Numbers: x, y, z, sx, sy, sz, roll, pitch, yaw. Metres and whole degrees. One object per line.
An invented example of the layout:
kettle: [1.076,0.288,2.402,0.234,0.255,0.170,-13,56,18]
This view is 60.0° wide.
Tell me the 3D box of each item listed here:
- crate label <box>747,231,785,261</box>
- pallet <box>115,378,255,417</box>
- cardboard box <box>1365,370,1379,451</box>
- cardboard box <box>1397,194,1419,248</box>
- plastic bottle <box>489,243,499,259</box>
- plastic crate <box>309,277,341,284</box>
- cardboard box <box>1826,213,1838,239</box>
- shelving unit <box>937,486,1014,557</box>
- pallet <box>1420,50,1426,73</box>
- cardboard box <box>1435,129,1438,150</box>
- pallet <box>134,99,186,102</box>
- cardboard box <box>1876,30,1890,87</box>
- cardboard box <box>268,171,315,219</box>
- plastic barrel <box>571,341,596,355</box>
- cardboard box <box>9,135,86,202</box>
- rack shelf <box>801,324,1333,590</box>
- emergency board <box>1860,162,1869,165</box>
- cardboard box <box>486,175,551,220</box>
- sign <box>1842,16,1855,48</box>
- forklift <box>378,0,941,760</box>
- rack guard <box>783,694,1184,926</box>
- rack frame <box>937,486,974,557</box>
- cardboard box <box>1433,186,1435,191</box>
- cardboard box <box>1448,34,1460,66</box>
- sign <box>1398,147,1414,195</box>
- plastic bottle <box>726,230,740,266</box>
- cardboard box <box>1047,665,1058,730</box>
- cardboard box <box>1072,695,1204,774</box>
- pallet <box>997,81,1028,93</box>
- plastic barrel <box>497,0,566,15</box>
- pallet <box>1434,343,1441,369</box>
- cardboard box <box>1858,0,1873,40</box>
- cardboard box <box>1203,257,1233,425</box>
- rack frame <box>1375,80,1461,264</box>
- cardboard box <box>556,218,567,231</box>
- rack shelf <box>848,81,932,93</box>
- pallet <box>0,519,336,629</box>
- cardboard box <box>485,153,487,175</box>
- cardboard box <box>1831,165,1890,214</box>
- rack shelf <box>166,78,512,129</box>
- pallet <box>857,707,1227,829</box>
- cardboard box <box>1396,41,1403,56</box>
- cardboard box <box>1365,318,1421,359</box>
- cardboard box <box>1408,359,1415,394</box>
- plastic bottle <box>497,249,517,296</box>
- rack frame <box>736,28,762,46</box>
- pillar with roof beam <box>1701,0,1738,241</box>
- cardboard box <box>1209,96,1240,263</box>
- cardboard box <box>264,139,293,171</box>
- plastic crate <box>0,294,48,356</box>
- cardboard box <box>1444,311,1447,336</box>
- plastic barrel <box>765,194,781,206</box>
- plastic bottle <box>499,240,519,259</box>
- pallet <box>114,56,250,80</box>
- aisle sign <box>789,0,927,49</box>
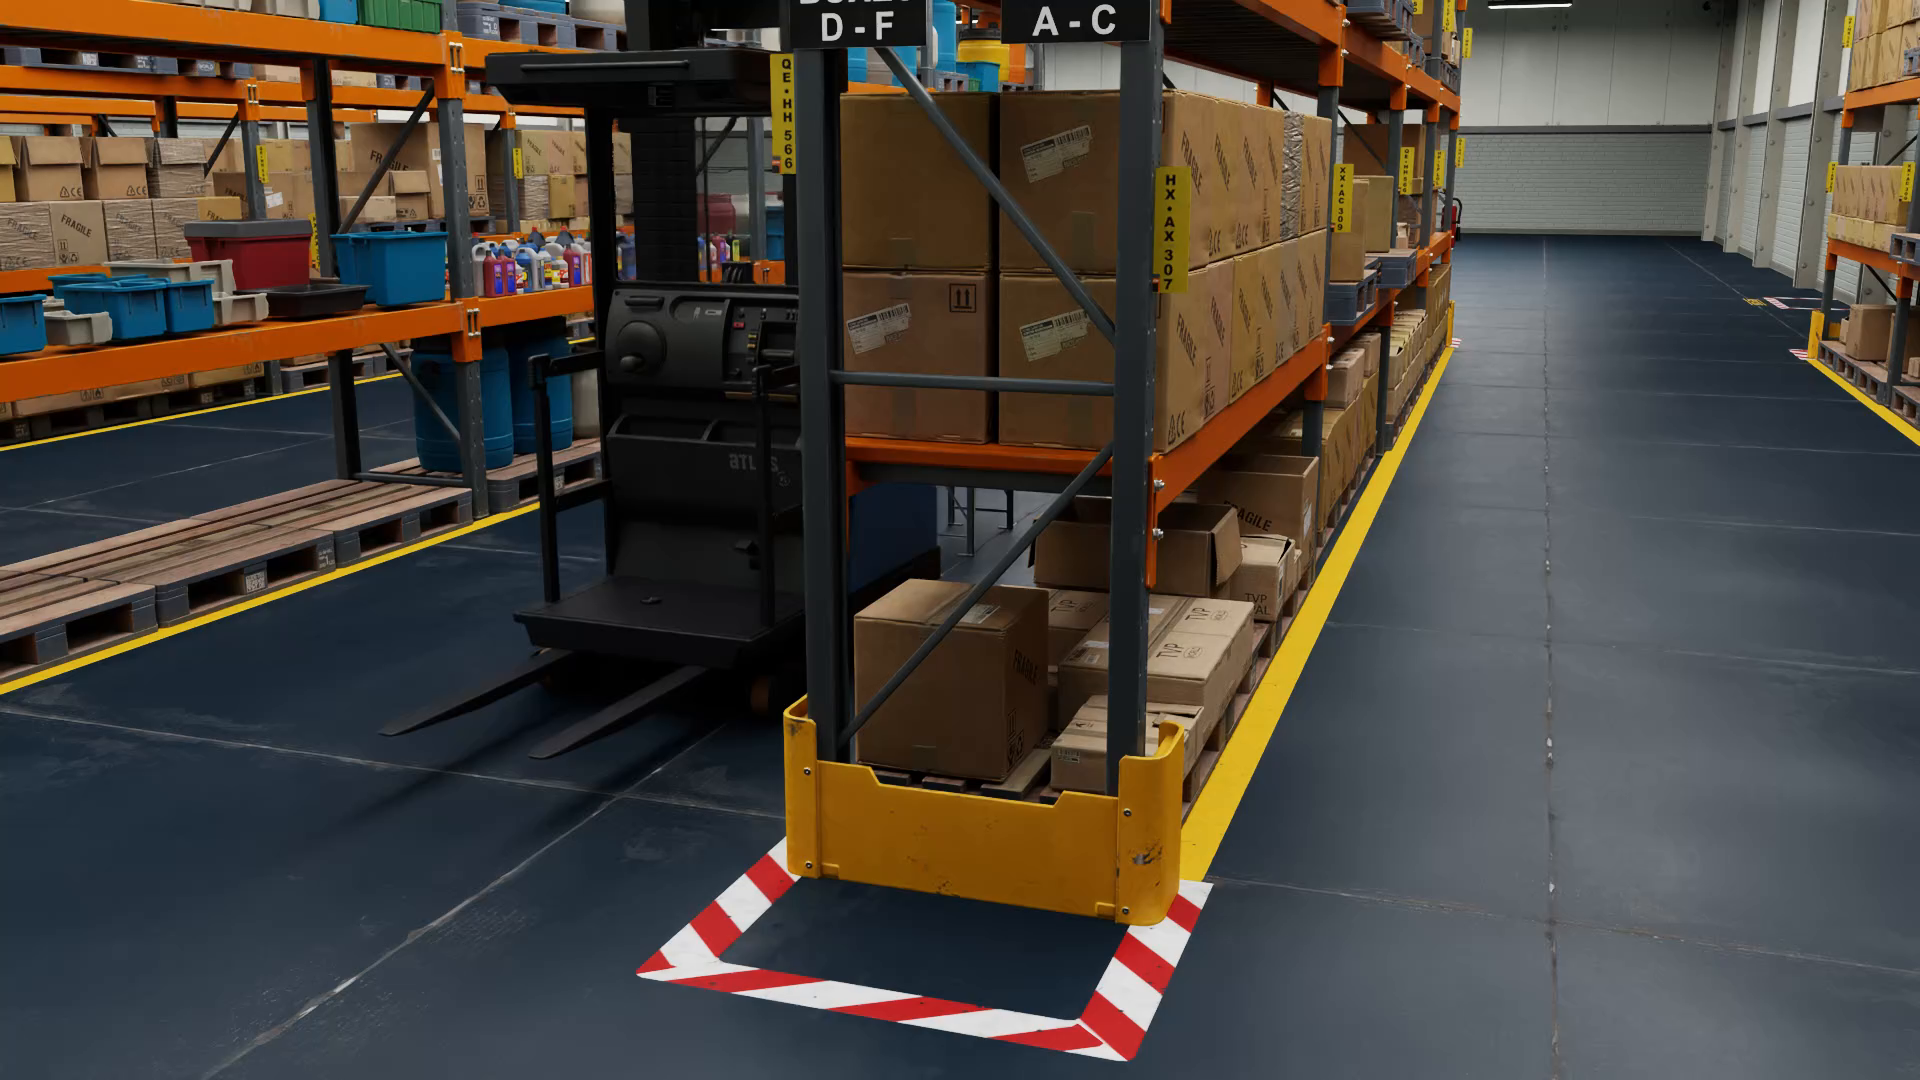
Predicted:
crate label: [-1.569,-2.450,13.858,0.303,0.233,0.416,4,14,18]
pallet: [-7.073,-1.307,14.738,1.003,0.211,1.213,4,14,18]
cardboard box: [2.546,-0.895,11.296,0.500,0.500,0.500,5,14,21]
cardboard box: [4.058,-3.097,16.093,0.700,0.500,0.500,4,13,17]
plastic bottle: [-3.127,-1.849,11.139,0.097,0.271,0.097,0,13,0]
plastic crate: [-3.640,-1.441,9.518,0.396,0.136,0.243,4,14,18]
cardboard box: [9.445,-3.298,17.488,0.500,0.250,0.500,4,13,17]
shelving unit: [0.002,-0.733,9.327,0.431,1.500,0.755,4,14,18]
pallet: [3.647,-4.137,14.563,0.805,0.209,1.217,4,13,16]
cardboard box: [4.869,-4.259,18.265,0.700,0.500,0.500,4,13,17]
pallet: [-9.838,-5.638,20.907,1.003,0.211,1.213,4,14,18]
cardboard box: [9.033,-4.575,15.782,0.500,0.500,0.500,5,14,22]
cardboard box: [-6.523,-3.321,16.131,0.700,0.500,0.500,7,14,27]
plastic barrel: [-2.567,-1.157,12.292,0.600,0.588,0.708,4,14,18]
cardboard box: [-7.422,-2.933,13.118,0.797,0.503,0.637,5,14,20]
rack shelf: [0.685,-0.499,6.548,1.077,0.370,4.000,4,14,18]
emergency board: [13.272,-5.012,24.708,0.194,1.169,0.643,4,14,18]
cardboard box: [-5.248,-3.953,19.173,0.875,0.500,0.500,4,14,18]
sign: [9.389,-5.369,17.564,0.100,0.325,0.005,4,14,18]
forklift: [-1.106,-0.844,6.600,1.130,2.935,3.031,5,14,21]
rack guard: [0.062,0.774,4.972,1.175,0.500,0.348,4,14,18]
rack frame: [-0.116,-0.656,8.990,0.400,1.500,0.023,4,14,18]
cardboard box: [4.854,-3.795,17.692,0.380,0.149,0.250,5,14,20]
cardboard box: [4.911,-5.110,17.338,0.500,0.311,0.500,6,14,25]
sign: [3.143,-2.601,11.721,0.100,0.325,0.005,4,14,18]
plastic bottle: [-1.787,-2.297,13.074,0.061,0.283,0.133,4,14,18]
cardboard box: [0.197,0.528,5.814,0.380,0.166,0.250,4,14,18]
cardboard box: [0.579,0.623,5.398,0.380,0.166,0.250,4,14,18]
pallet: [0.169,-5.358,19.904,1.003,0.211,1.213,4,14,18]
plastic barrel: [-2.946,-3.910,11.066,0.600,0.901,0.708,4,14,18]
pallet: [4.610,-2.018,17.853,1.003,0.211,1.213,4,14,18]
cardboard box: [9.338,-5.284,16.640,0.500,0.500,0.500,4,14,18]
cardboard box: [0.593,-0.660,5.416,0.500,0.500,0.500,4,14,18]
rack frame: [5.214,-3.797,19.383,1.000,3.000,0.127,4,14,18]
cardboard box: [-4.878,-3.730,19.652,0.380,0.149,0.250,4,14,18]
rack shelf: [-1.413,-4.003,15.160,1.077,0.370,4.000,4,14,18]
pallet: [-3.948,0.147,8.370,1.003,0.211,1.213,4,14,18]
cardboard box: [-5.567,-4.465,19.168,0.500,0.500,0.500,4,14,18]
cardboard box: [9.464,-3.665,17.409,0.500,0.500,0.500,4,14,18]
rack shelf: [-6.099,-4.359,16.723,1.077,0.370,4.000,4,14,18]
pallet: [0.319,0.747,5.739,1.003,0.211,1.213,4,14,18]
cardboard box: [2.517,-3.530,11.245,0.910,0.500,0.500,4,14,18]
cardboard box: [3.734,-1.772,14.484,0.500,0.311,0.500,4,14,18]
cardboard box: [3.564,-1.390,14.071,0.500,0.250,0.500,5,14,20]
plastic bottle: [-2.788,-1.646,10.219,0.061,0.283,0.133,4,14,18]
rack frame: [-2.060,-5.395,12.902,1.000,3.000,0.127,4,14,18]
pillar with roof beam: [16.128,-12.783,45.270,9.100,9.000,0.548,4,14,18]
cardboard box: [0.593,-1.150,5.312,0.500,0.500,0.500,5,14,19]
cardboard box: [-9.424,-5.062,22.162,0.875,0.550,0.500,4,14,18]
plastic crate: [-4.044,-0.900,6.932,0.416,0.233,0.300,4,14,18]
cardboard box: [5.170,-2.421,18.589,0.500,0.250,0.500,4,14,18]
plastic barrel: [-1.793,-2.845,14.962,0.421,0.512,0.421,0,13,0]
plastic bottle: [-3.132,-1.934,11.499,0.152,0.276,0.135,4,14,18]
pallet: [-6.904,-4.058,14.208,1.213,0.211,1.003,5,14,21]
aisle sign: [-0.274,-1.703,4.368,0.394,0.787,0.004,4,14,18]
